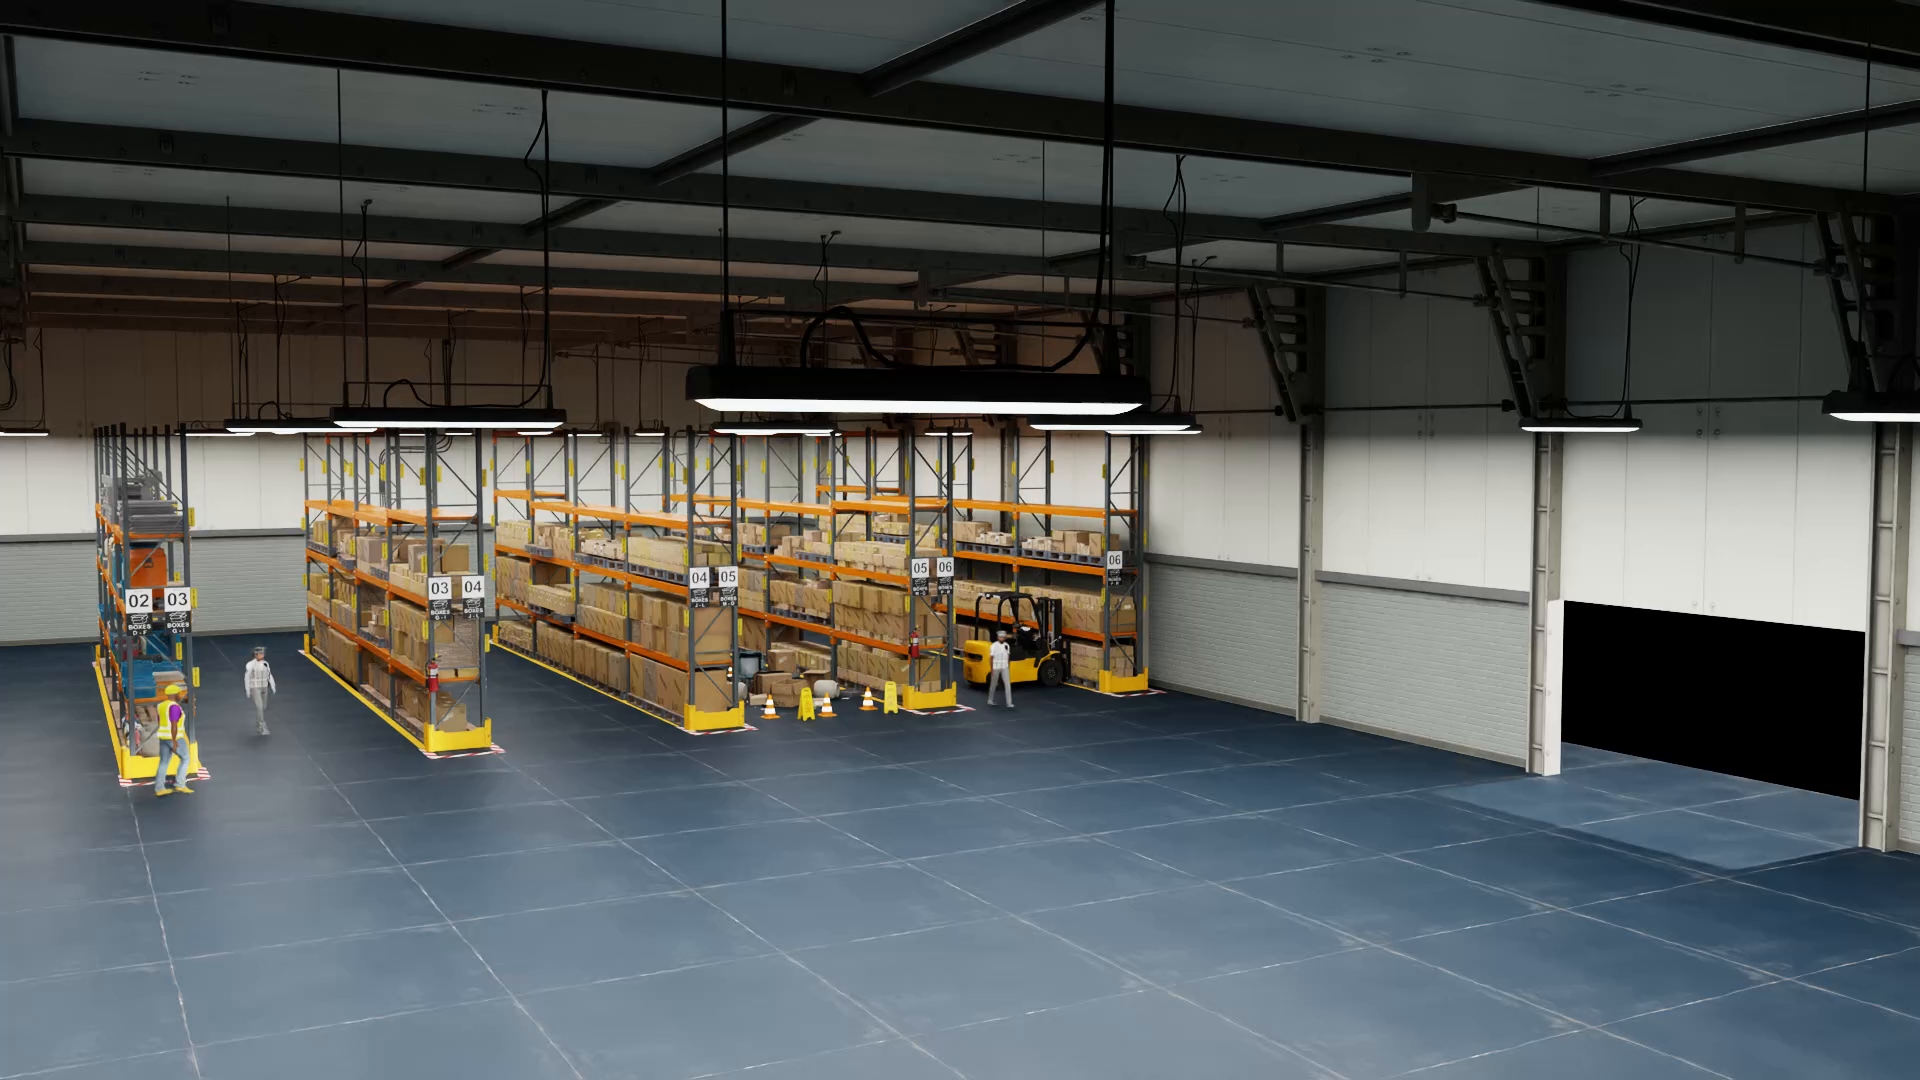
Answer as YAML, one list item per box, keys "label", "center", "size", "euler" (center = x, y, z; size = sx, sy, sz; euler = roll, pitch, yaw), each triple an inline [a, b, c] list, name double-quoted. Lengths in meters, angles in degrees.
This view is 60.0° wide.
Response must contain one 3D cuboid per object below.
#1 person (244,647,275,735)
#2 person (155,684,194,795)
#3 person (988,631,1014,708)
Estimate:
- label: "person"
  center: [-13.633, 2.943, 32.510]
  size: [0.734, 1.678, 0.491]
  euler: [2, 4, 34]
- label: "person"
  center: [-12.744, 3.231, 26.778]
  size: [0.595, 1.784, 0.563]
  euler: [2, 4, 25]
- label: "person"
  center: [0.860, 2.744, 35.492]
  size: [0.483, 1.643, 0.894]
  euler: [-1, 4, -14]
